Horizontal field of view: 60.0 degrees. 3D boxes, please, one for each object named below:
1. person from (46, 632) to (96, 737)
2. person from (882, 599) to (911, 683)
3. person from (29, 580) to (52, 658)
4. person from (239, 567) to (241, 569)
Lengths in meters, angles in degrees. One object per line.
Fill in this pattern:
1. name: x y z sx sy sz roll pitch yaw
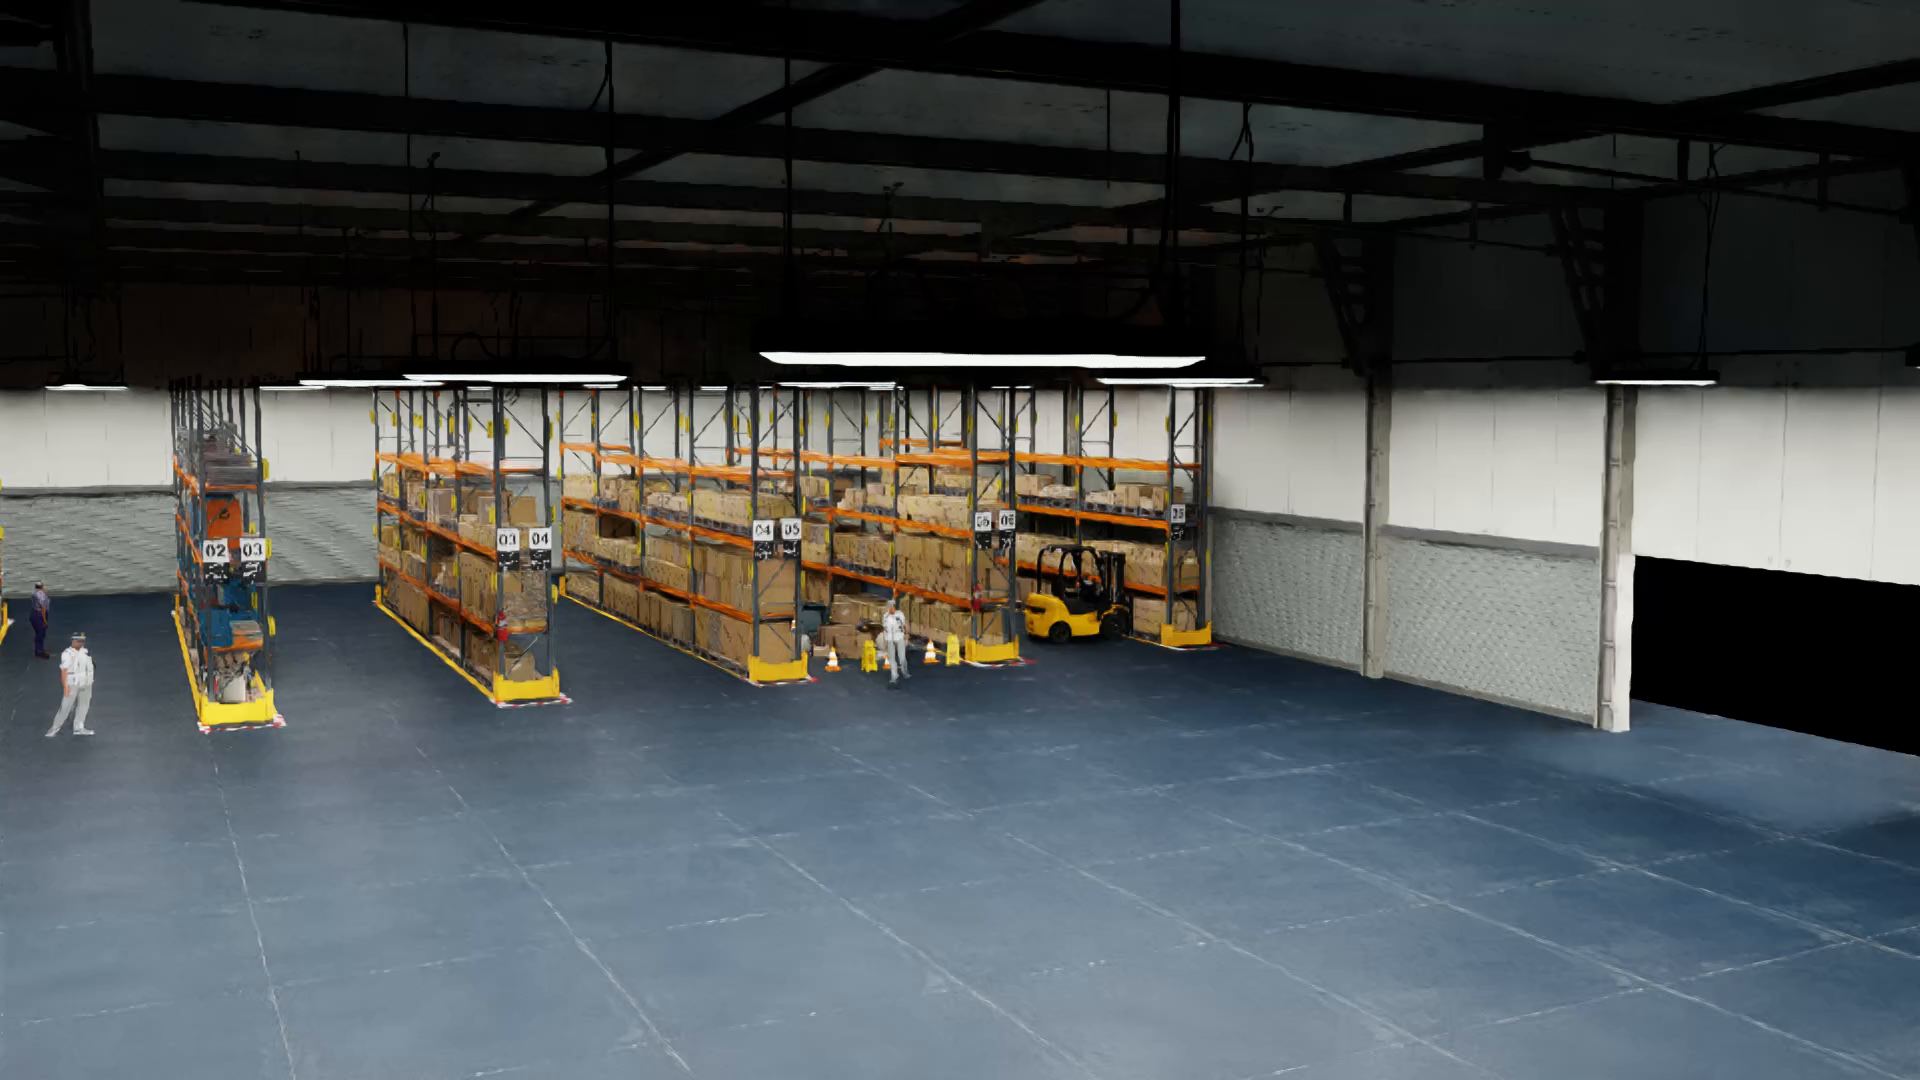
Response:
1. person: -14.772 2.403 27.593 0.557 1.741 0.729 2 5 22
2. person: -1.259 1.982 32.847 0.552 1.656 0.565 1 5 11
3. person: -19.837 1.695 35.934 0.576 1.657 0.445 5 7 42
4. person: -18.341 1.039 42.560 0.386 1.765 0.703 -3 6 -33
